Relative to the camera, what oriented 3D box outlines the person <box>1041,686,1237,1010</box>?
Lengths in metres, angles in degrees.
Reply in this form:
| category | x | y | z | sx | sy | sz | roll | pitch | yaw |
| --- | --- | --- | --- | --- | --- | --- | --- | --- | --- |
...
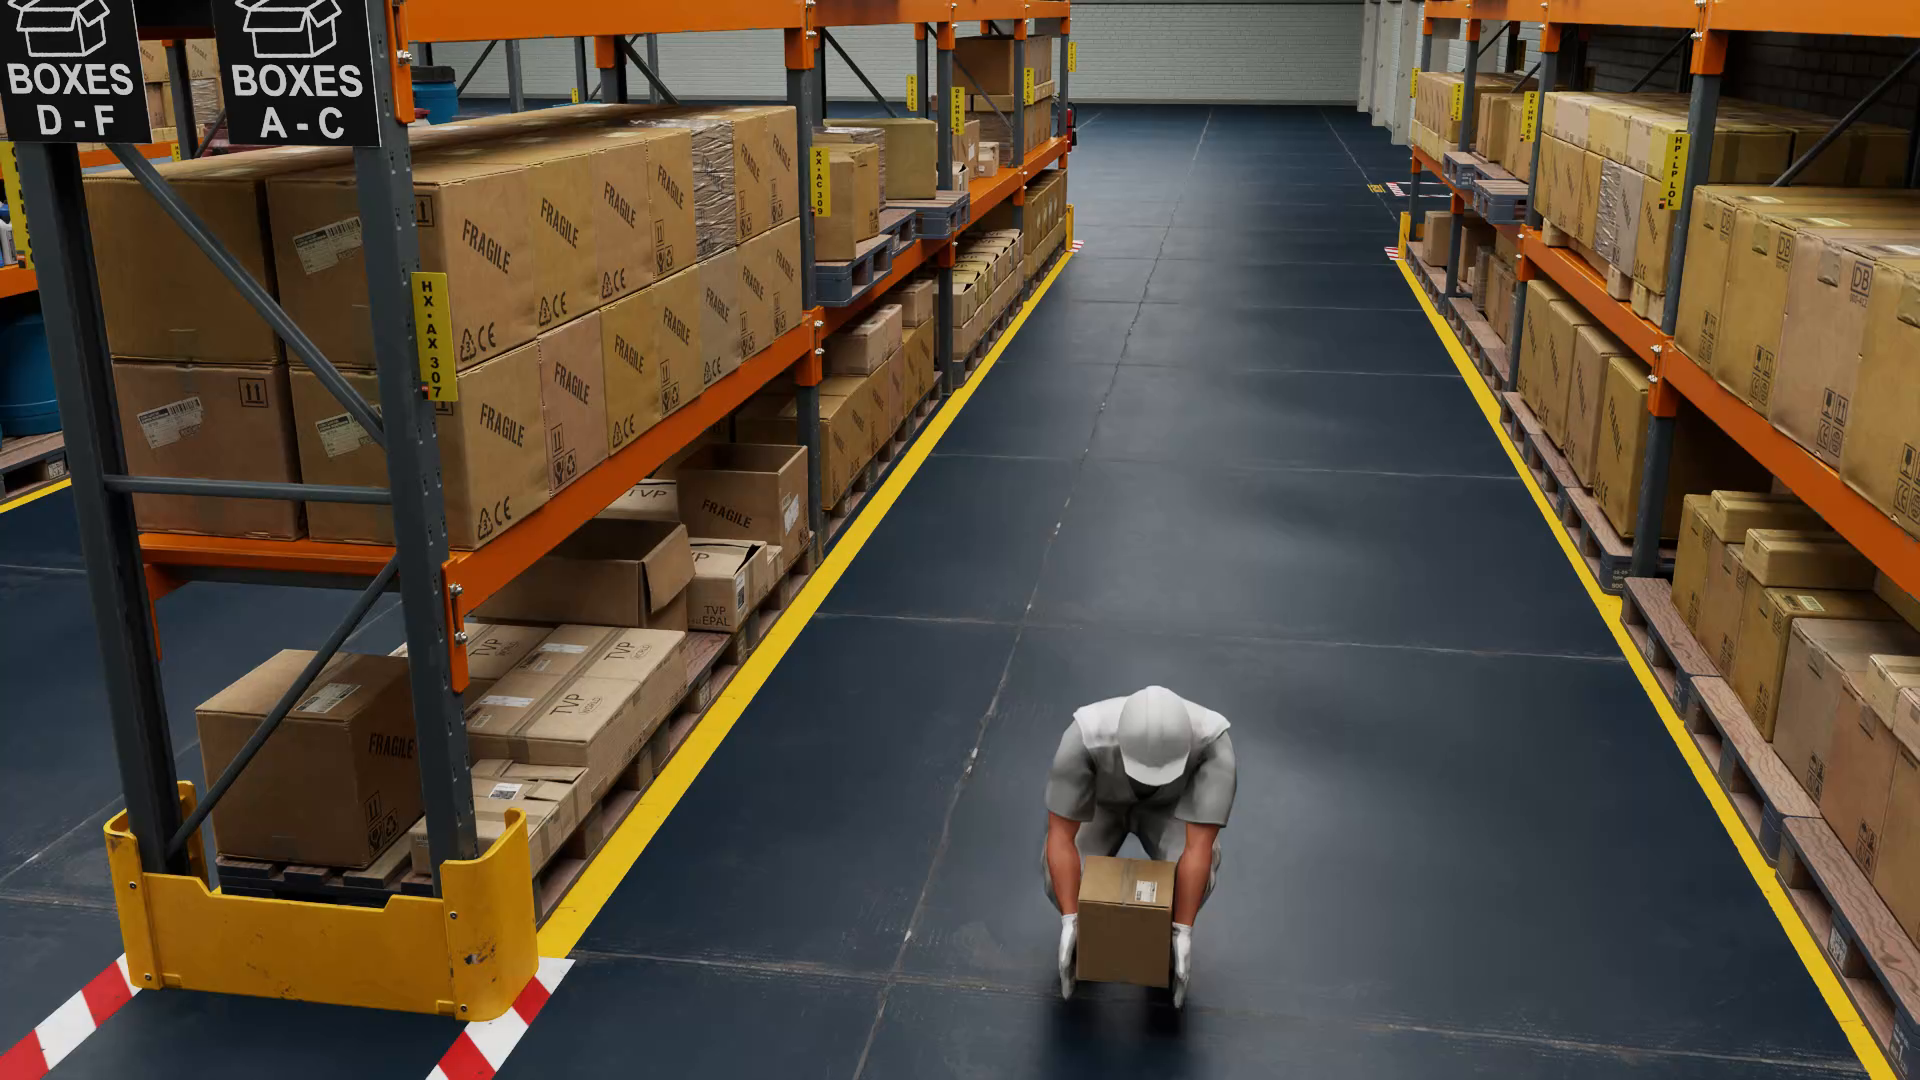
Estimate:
| category | x | y | z | sx | sy | sz | roll | pitch | yaw |
| --- | --- | --- | --- | --- | --- | --- | --- | --- | --- |
| person | 0.507 | 0.795 | 4.843 | 0.533 | 0.996 | 0.871 | 3 | 18 | 8 |
